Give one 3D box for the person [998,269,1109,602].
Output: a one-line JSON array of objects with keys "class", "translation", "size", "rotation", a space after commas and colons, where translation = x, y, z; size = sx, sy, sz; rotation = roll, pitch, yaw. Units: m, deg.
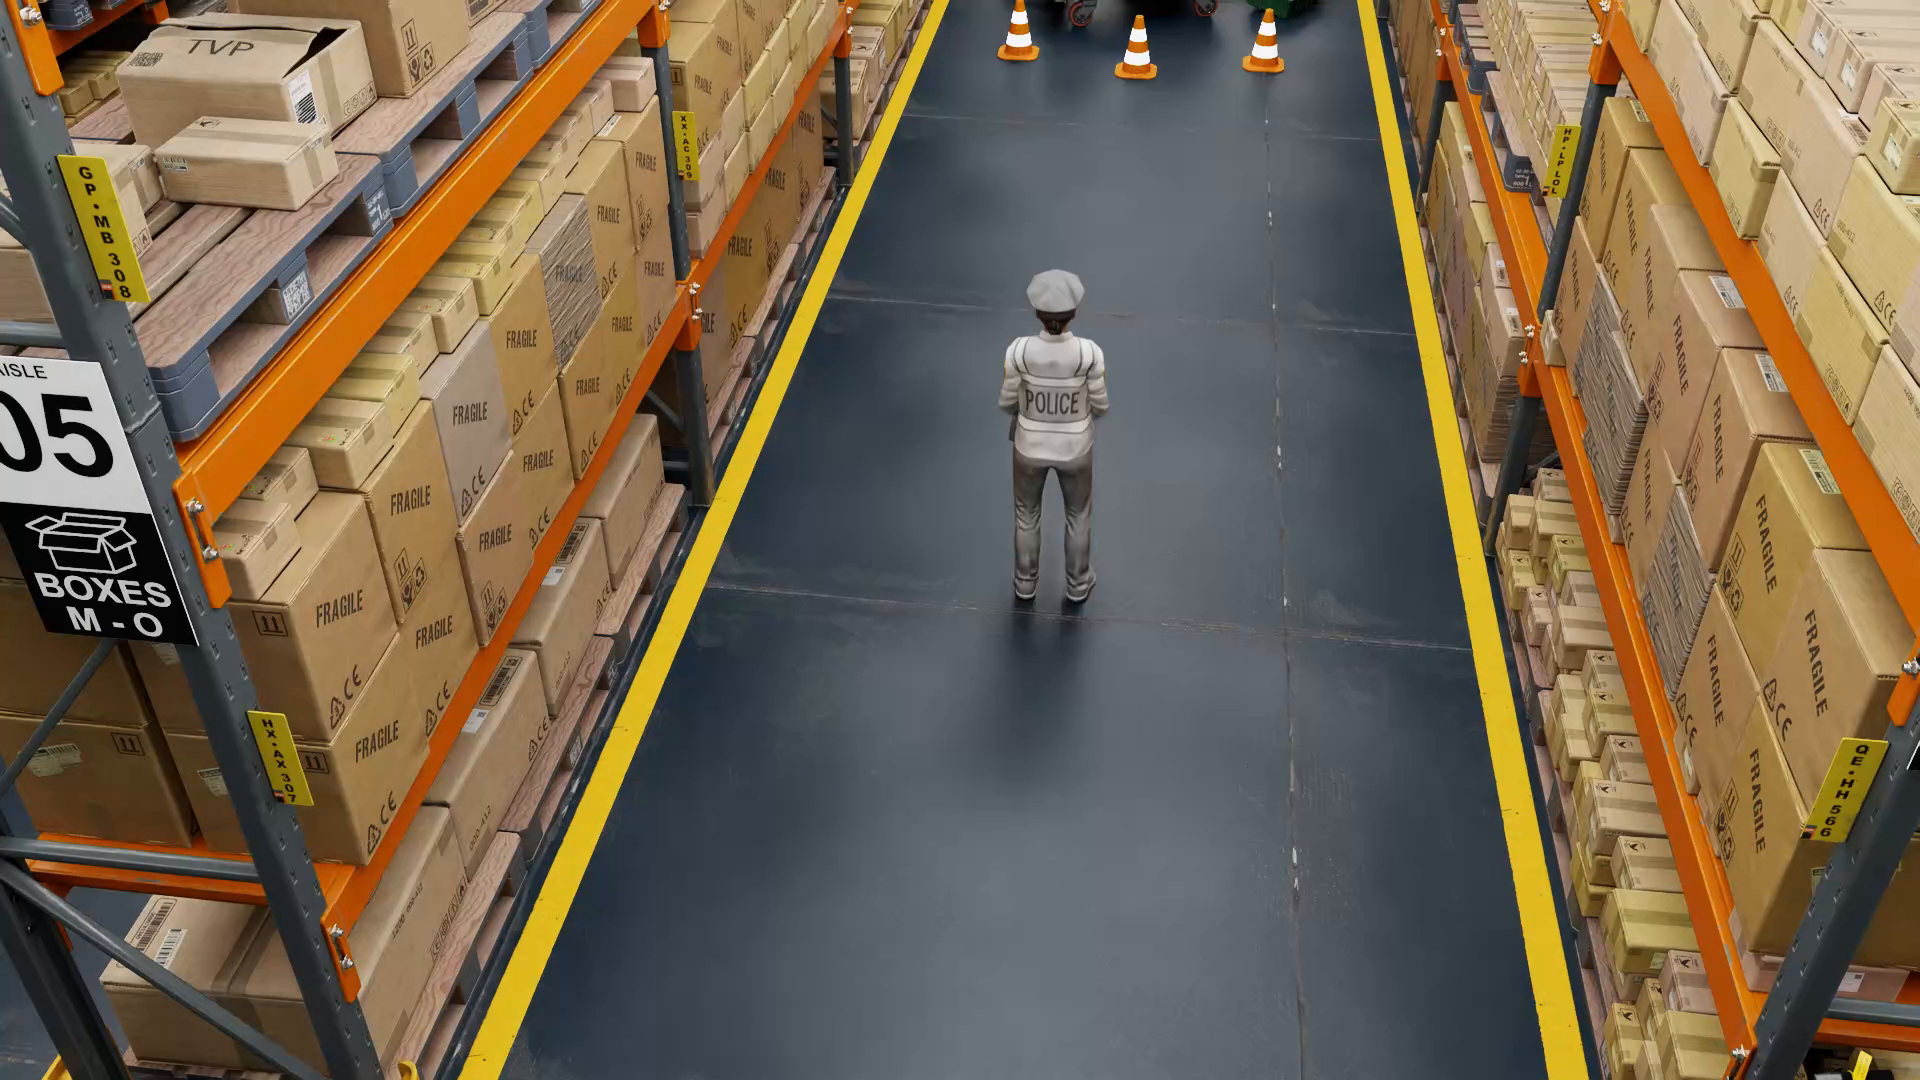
[{"class": "person", "translation": [0.426, -0.462, 7.644], "size": [0.498, 1.686, 0.424], "rotation": [4, 37, 5]}]
